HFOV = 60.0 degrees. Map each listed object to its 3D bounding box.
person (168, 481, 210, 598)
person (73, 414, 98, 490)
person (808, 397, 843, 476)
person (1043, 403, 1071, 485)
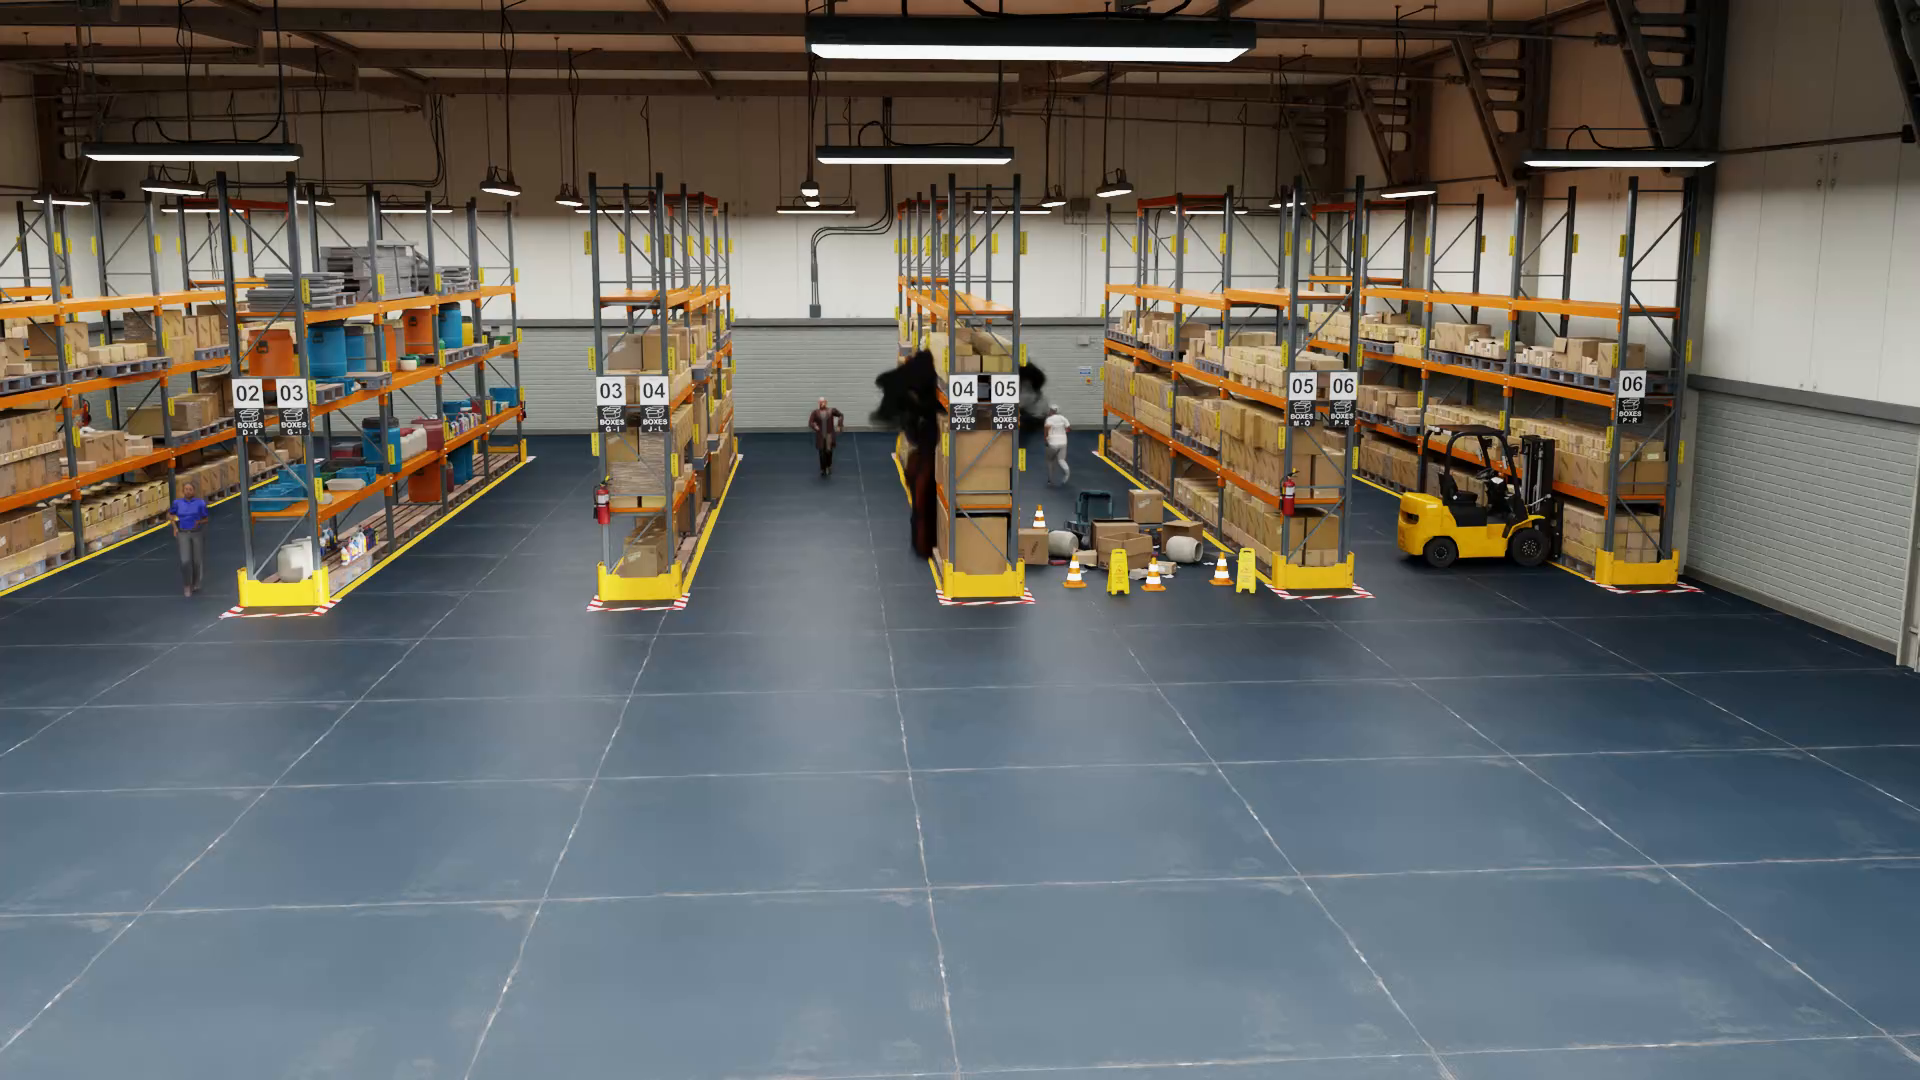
[{"bbox_3d":[-11.121,0.003,24.049,0.551,1.681,0.719,-5,11,-25],"label":"person"},{"bbox_3d":[-17.680,-1.717,33.664,0.616,1.708,0.715,-1,10,-8],"label":"person"},{"bbox_3d":[-2.937,-2.258,36.396,0.731,1.743,0.896,1,10,4],"label":"person"},{"bbox_3d":[2.036,-1.959,34.890,0.662,1.777,1.077,-3,11,-18],"label":"person"}]
